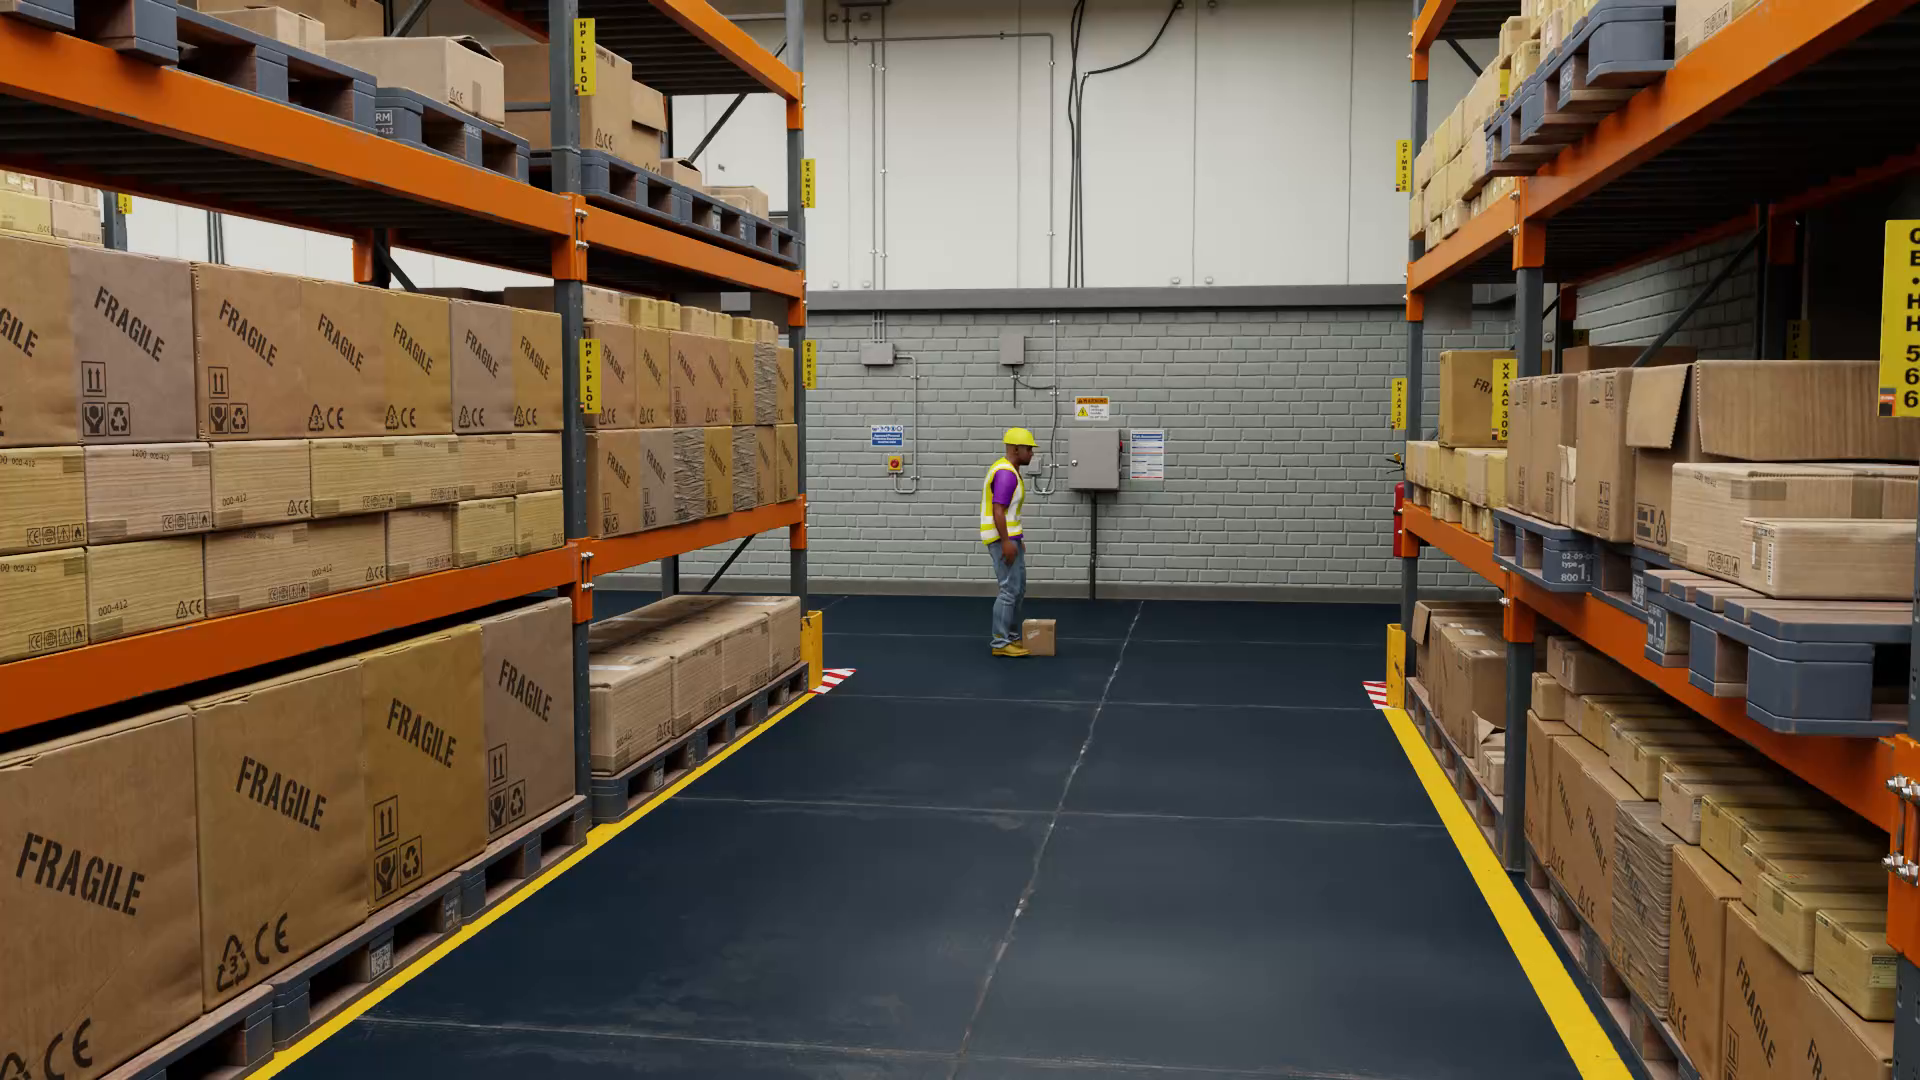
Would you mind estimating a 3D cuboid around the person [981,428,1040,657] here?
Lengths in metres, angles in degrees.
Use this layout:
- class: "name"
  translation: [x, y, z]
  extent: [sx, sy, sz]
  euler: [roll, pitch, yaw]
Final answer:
- class: "person"
  translation: [0.390, 0.007, 12.942]
  extent: [0.458, 1.761, 0.628]
  euler: [1, 4, 9]
